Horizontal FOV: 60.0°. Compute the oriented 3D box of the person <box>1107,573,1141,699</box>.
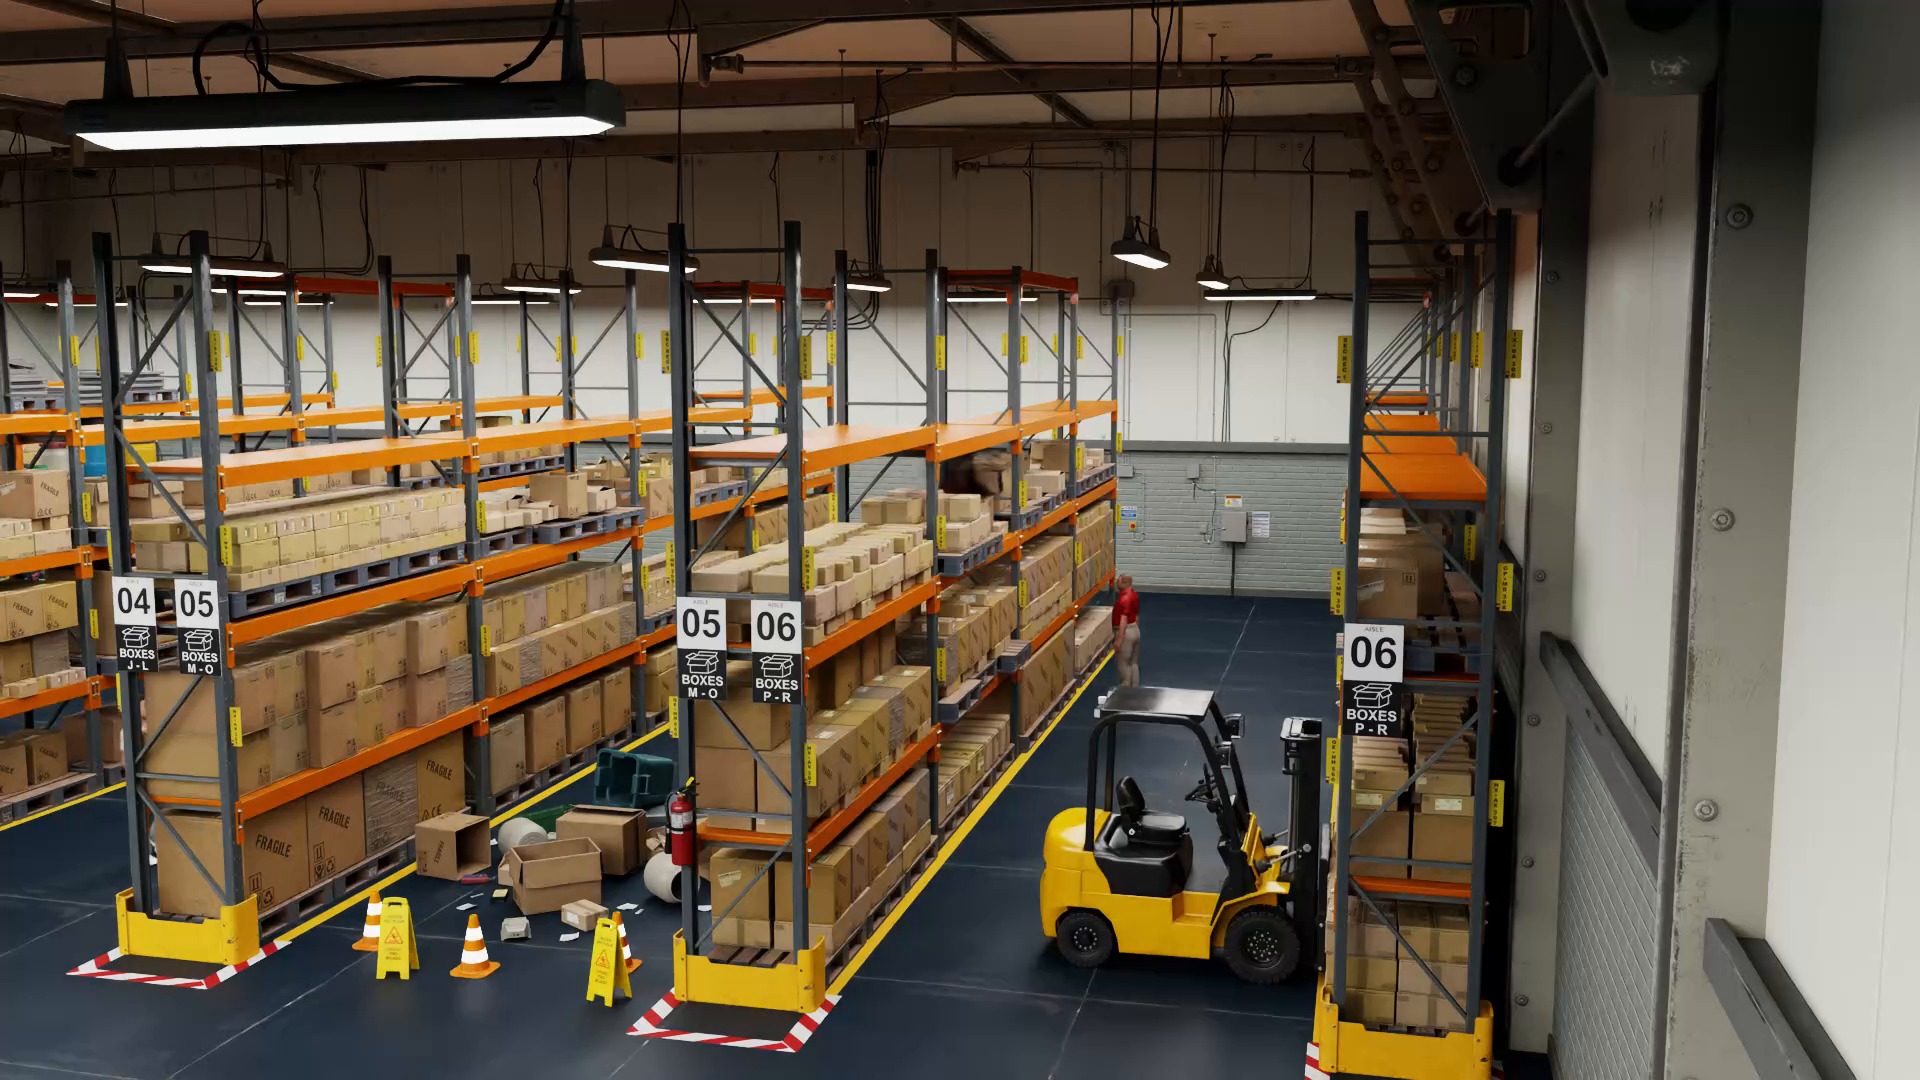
[{"bbox_3d":[2.216,1.305,22.244,0.374,1.742,0.621,3,8,25],"label":"person"}]

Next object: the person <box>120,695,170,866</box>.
[{"bbox_3d":[-8.051,2.352,16.446,0.487,1.686,0.518,3,8,25],"label":"person"}]
